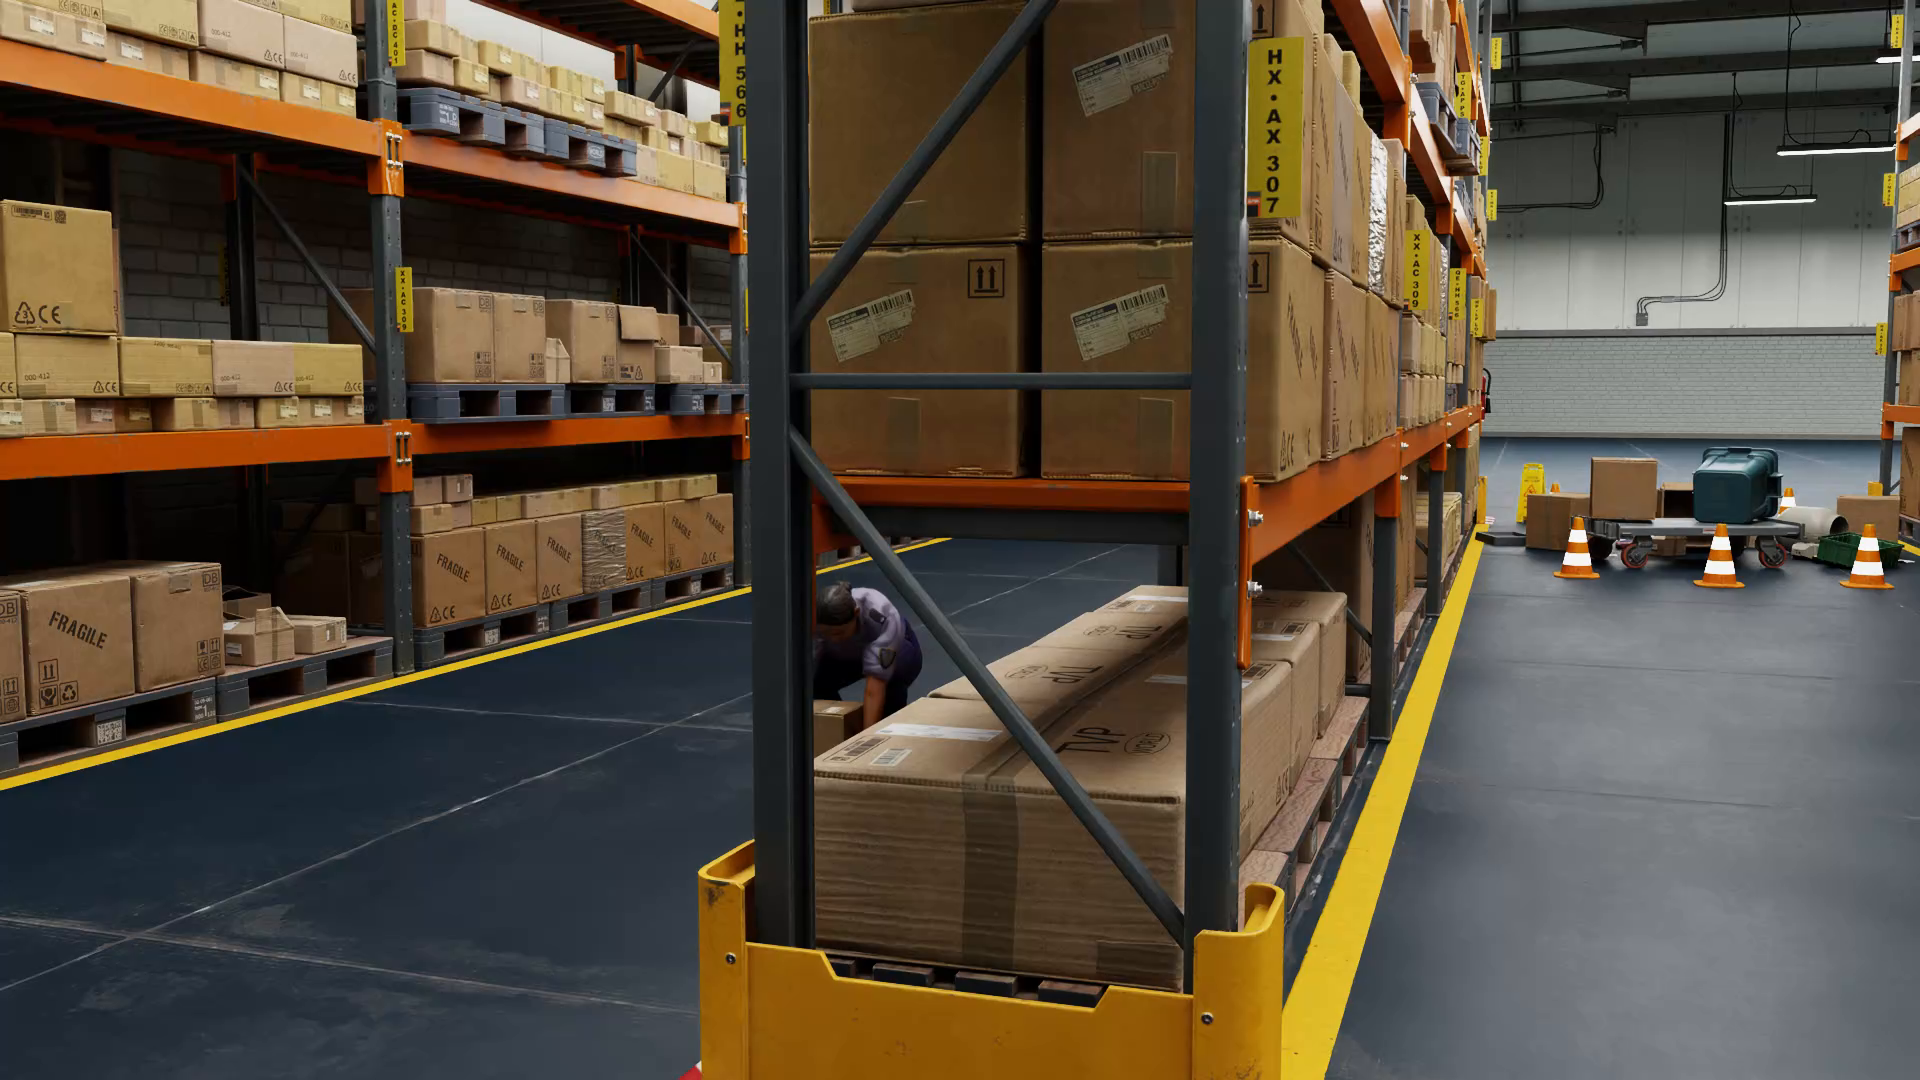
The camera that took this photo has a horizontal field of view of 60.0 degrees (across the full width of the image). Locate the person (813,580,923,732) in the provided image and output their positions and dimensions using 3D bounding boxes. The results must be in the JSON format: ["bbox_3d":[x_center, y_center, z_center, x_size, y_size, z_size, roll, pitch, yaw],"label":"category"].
[{"bbox_3d":[-0.434,0.541,6.774,0.504,0.818,0.844,2,6,18],"label":"person"}]
